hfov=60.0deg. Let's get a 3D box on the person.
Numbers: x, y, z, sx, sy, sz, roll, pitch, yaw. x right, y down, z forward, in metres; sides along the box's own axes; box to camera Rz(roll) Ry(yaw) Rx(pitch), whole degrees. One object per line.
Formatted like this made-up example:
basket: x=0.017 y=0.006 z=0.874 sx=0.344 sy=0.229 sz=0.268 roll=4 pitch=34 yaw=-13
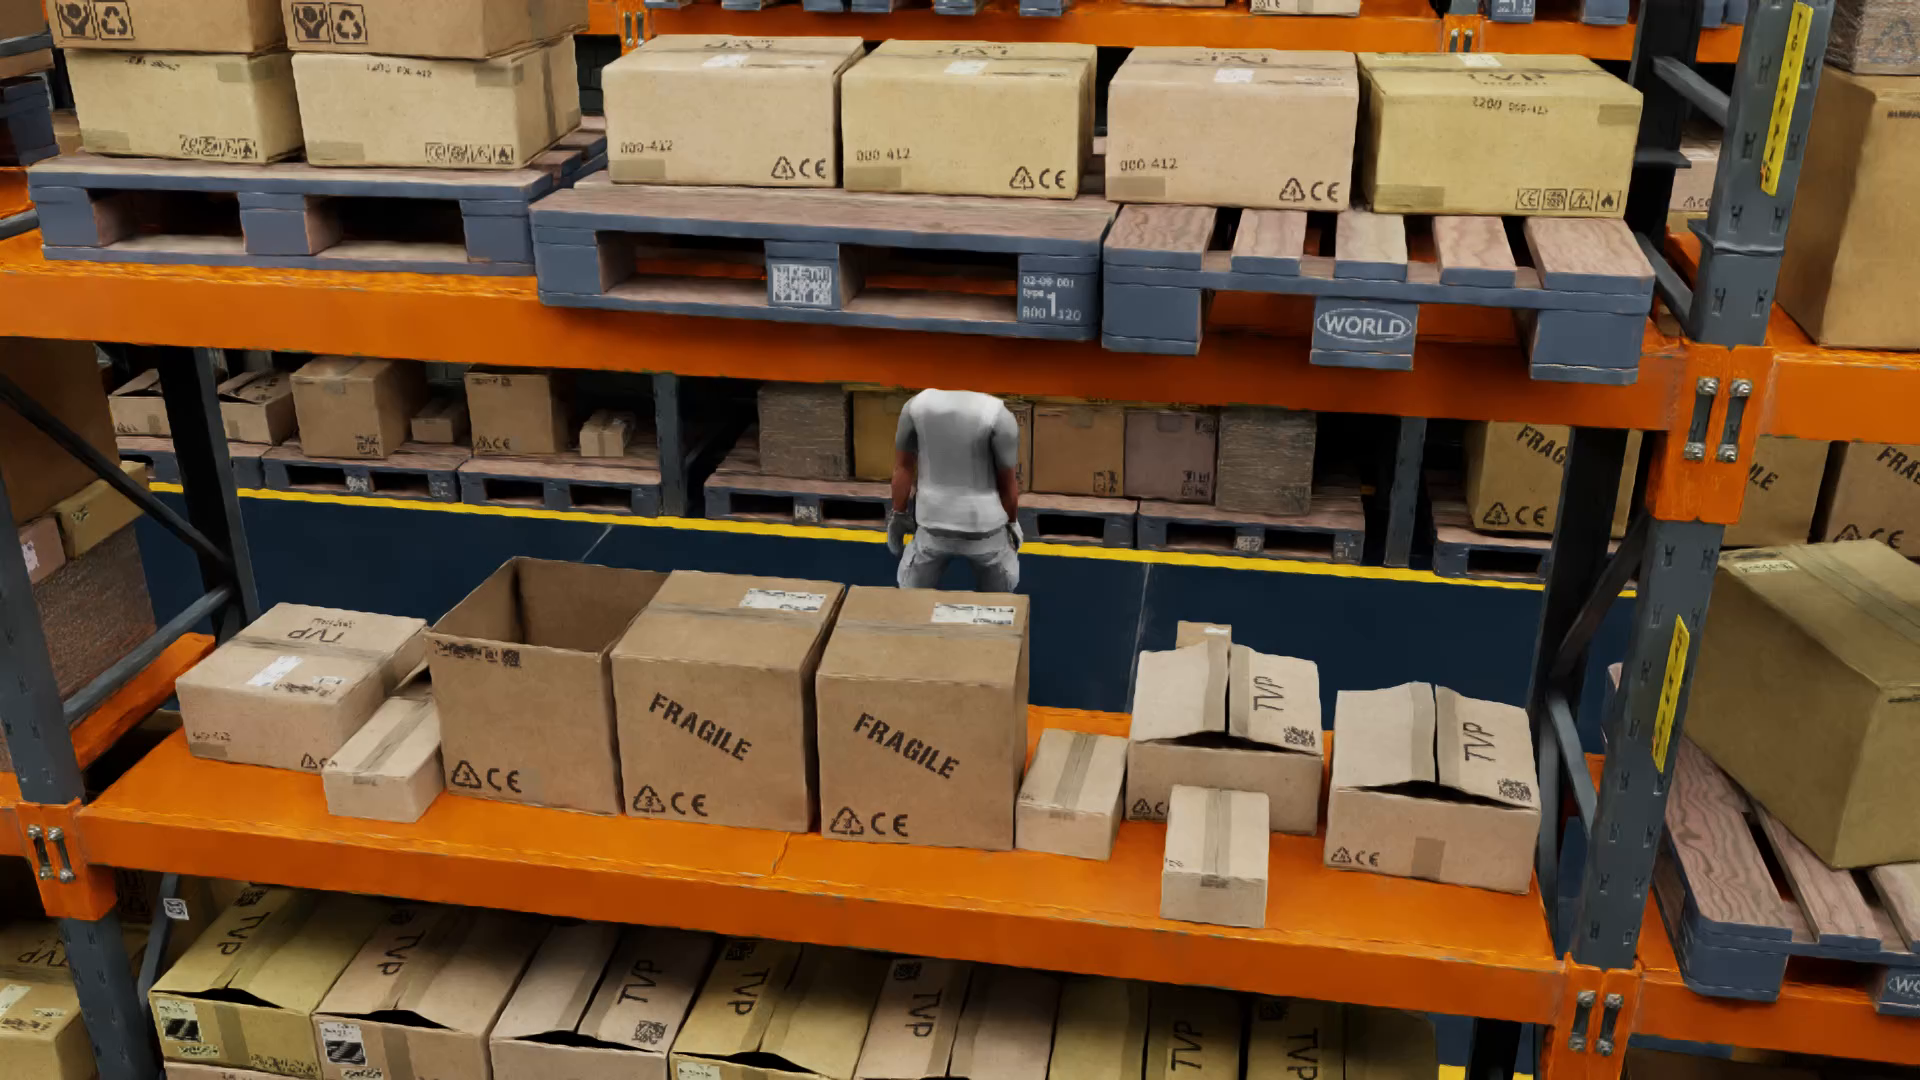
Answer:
person: x=-0.048 y=-0.080 z=7.196 sx=0.644 sy=1.783 sz=0.551 roll=7 pitch=26 yaw=14
